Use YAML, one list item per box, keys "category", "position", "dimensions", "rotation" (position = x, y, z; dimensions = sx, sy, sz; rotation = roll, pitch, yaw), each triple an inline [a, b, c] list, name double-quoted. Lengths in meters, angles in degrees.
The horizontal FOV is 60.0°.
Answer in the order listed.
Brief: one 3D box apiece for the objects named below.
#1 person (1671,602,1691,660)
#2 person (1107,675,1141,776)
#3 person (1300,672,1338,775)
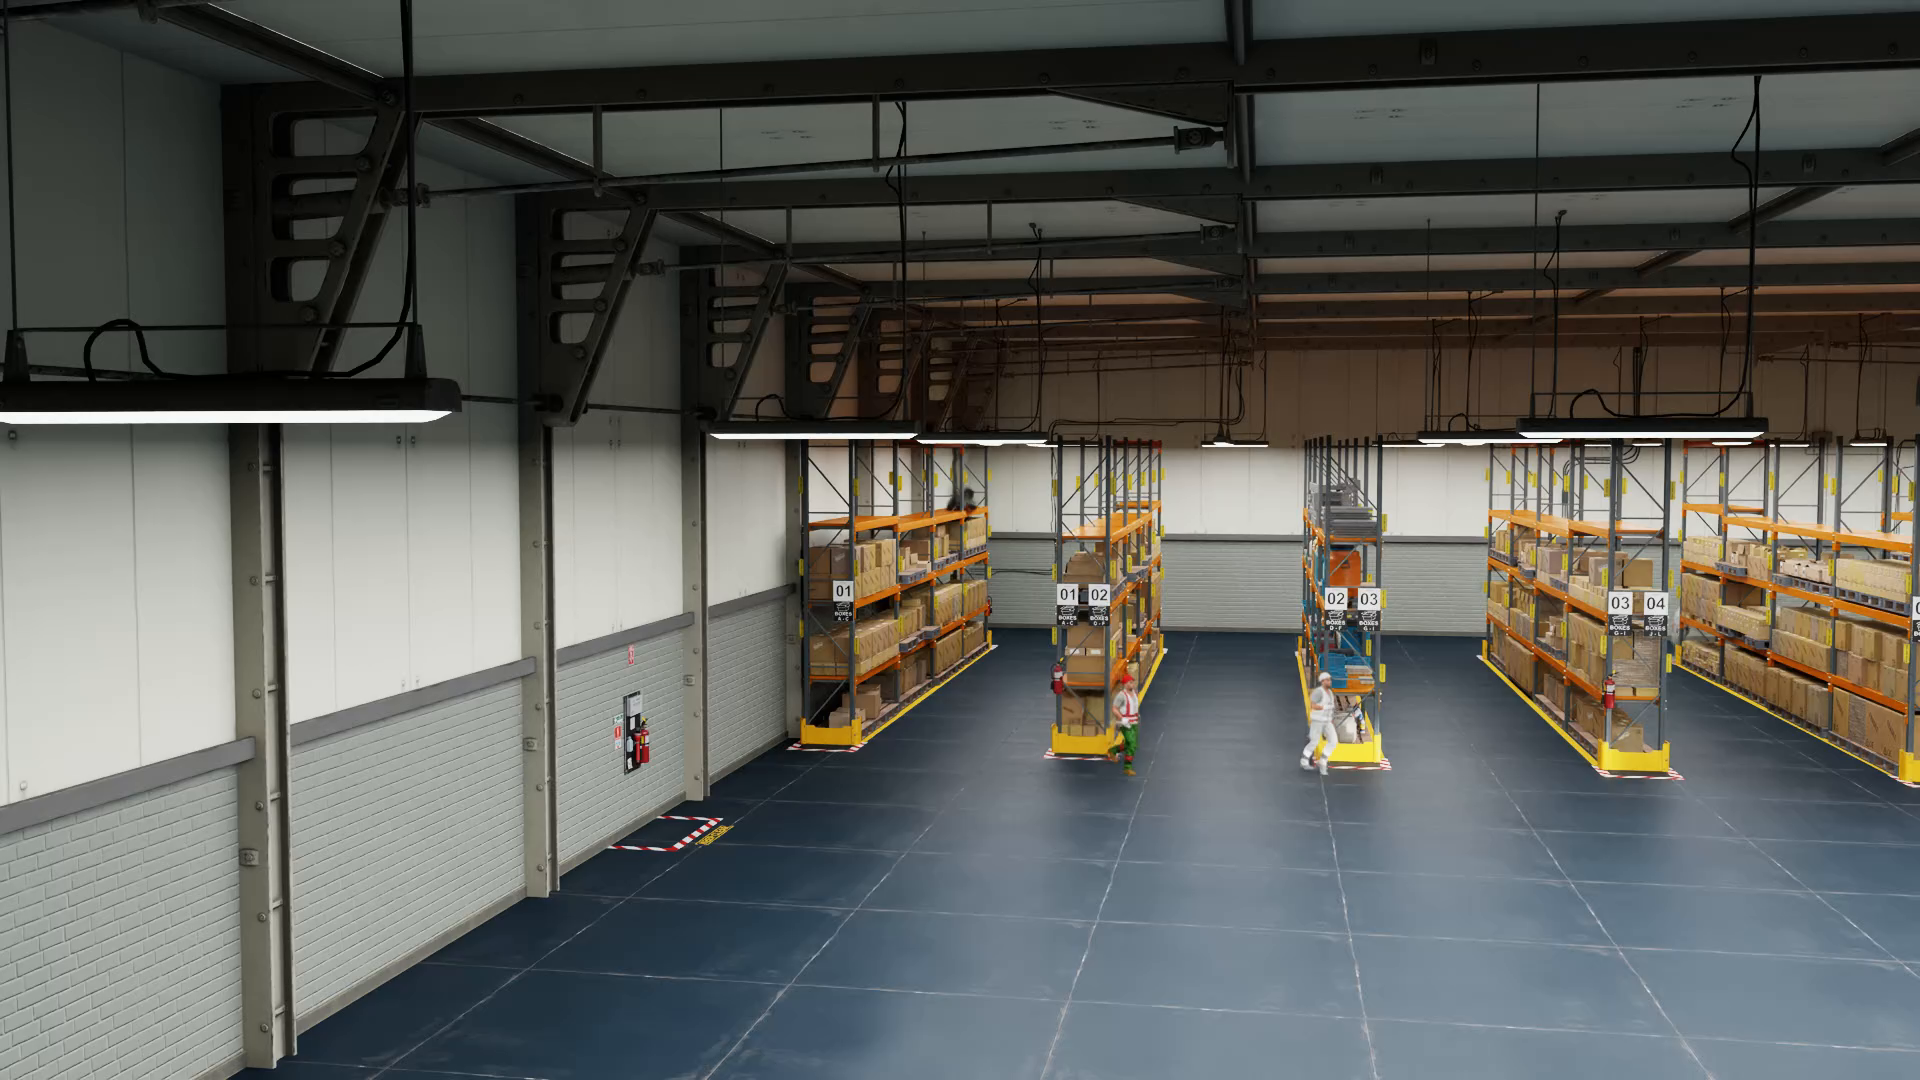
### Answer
- category: "person"
  position: [19.771, 2.413, 45.390]
  dimensions: [0.621, 1.744, 0.679]
  rotation: [-1, 3, -12]
- category: "person"
  position: [2.893, 3.258, 29.466]
  dimensions: [0.684, 1.772, 0.669]
  rotation: [3, 4, 41]
- category: "person"
  position: [6.433, 3.253, 29.452]
  dimensions: [0.653, 1.823, 0.725]
  rotation: [-2, 4, -36]
